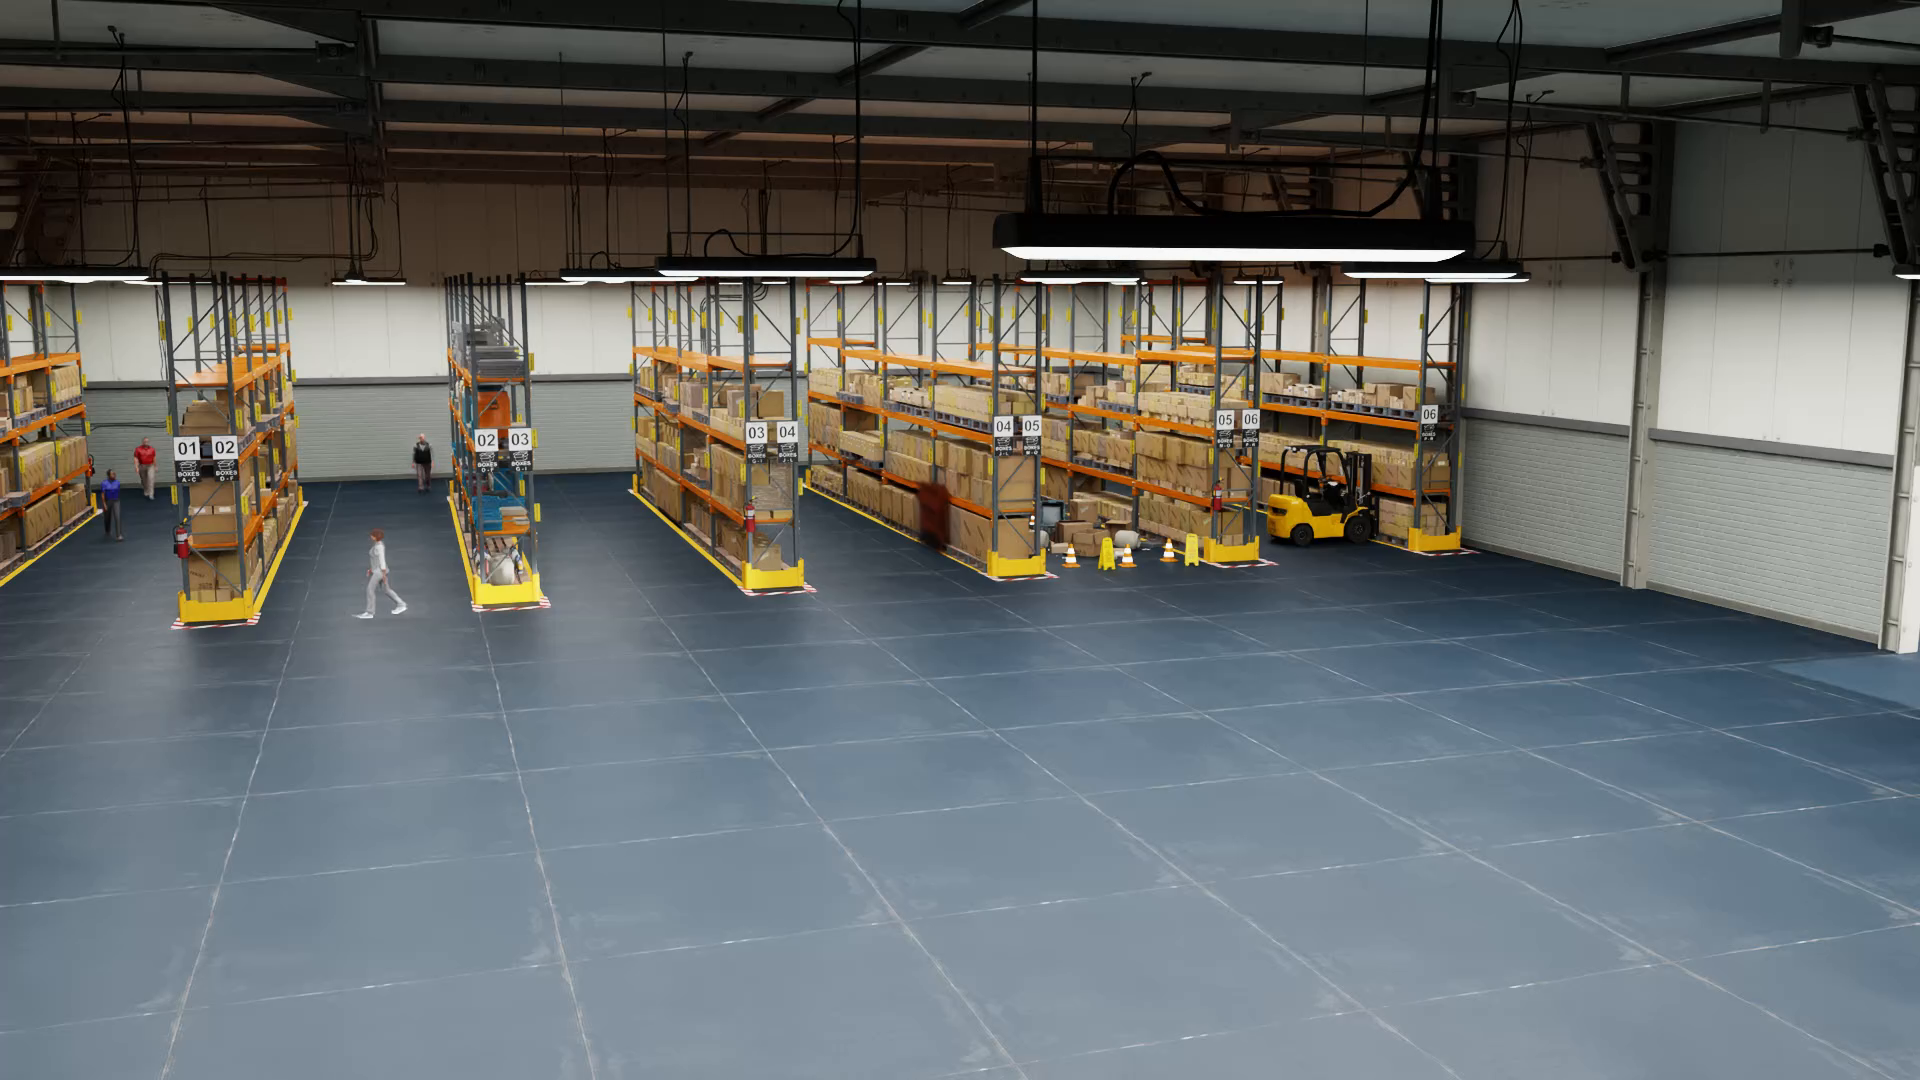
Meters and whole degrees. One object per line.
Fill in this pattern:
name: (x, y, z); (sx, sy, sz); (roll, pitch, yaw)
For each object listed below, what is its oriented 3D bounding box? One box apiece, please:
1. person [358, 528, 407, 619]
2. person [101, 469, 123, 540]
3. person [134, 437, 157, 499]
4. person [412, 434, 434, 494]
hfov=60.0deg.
person: (-10.159, 0.566, 29.136); (0.793, 1.559, 0.412); (-2, 9, -12)
person: (-19.411, -0.825, 38.052); (0.411, 1.606, 0.984); (-5, 10, -28)
person: (-22.293, -1.972, 45.507); (0.529, 1.666, 1.099); (-3, 9, -21)
person: (-15.080, -2.152, 46.692); (0.616, 1.664, 1.074); (-2, 9, -15)
